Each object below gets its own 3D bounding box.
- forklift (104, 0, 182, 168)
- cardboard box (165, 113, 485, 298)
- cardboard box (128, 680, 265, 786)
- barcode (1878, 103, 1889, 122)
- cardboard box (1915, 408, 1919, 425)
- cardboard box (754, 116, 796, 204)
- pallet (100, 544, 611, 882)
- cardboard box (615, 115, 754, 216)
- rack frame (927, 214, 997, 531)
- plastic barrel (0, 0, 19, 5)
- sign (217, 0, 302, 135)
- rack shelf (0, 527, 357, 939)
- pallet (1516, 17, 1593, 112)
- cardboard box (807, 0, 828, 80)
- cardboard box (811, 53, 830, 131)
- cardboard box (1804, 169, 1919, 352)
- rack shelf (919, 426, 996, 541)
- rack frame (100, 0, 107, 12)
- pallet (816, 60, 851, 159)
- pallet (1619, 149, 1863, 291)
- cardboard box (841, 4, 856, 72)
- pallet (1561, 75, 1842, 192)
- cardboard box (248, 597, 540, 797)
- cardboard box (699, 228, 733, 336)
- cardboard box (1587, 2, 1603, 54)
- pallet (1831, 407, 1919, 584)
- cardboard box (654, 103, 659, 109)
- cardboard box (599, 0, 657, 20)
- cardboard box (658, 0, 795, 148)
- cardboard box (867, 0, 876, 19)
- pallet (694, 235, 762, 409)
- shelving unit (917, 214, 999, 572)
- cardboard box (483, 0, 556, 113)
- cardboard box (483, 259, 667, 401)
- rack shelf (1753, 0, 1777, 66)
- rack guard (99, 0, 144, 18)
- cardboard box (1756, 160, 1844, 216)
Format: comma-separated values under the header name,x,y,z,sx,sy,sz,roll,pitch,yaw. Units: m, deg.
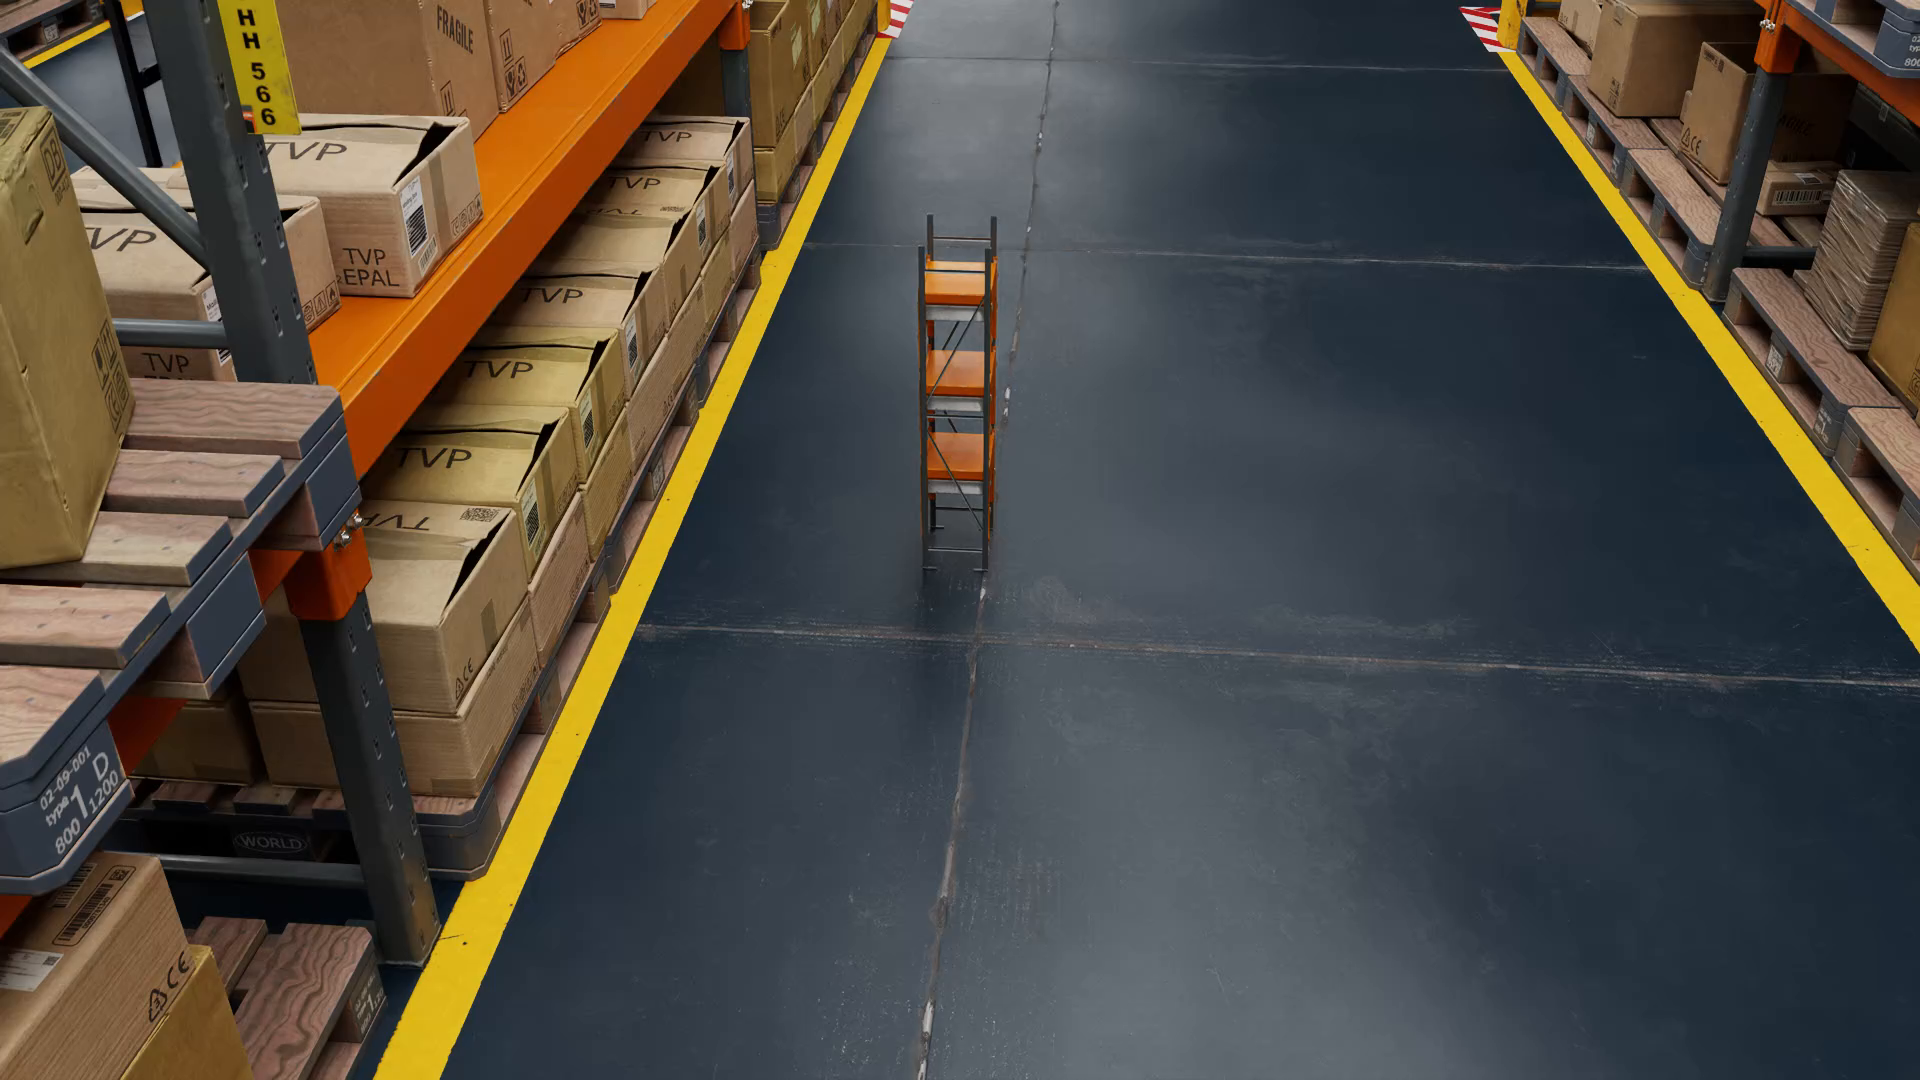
name,x,y,z,sx,sy,sz,roll,pitch,yaw
forklift,-2.901,-2.607,6.686,1.130,2.935,3.031,3,32,5
cardboard box,-1.420,-0.795,3.766,0.500,0.311,0.500,2,32,3
cardboard box,-1.886,0.332,4.072,0.500,0.250,0.500,3,32,5
barcode,3.860,-1.787,6.949,0.001,0.075,0.075,2,32,4
cardboard box,3.460,-0.456,5.094,0.700,0.500,0.500,3,32,5
cardboard box,-1.021,-1.703,7.375,0.500,0.250,0.500,2,32,4
pallet,-1.580,0.384,4.425,1.003,0.211,1.213,2,32,4
cardboard box,-1.108,-1.488,6.492,0.500,0.311,0.500,2,32,4
rack frame,0.006,-0.483,5.033,0.200,1.050,0.008,2,32,4
plastic barrel,-5.949,-3.543,10.111,0.421,0.512,0.421,0,32,0
sign,-1.145,-0.815,2.685,0.100,0.325,0.005,2,32,4
rack shelf,-1.849,0.978,1.489,1.077,0.370,4.000,2,32,4
pallet,3.795,-2.697,9.426,1.003,0.211,1.213,2,32,4
cardboard box,-0.929,-2.545,8.026,0.500,0.500,0.500,2,32,4
cardboard box,-0.929,-2.226,8.223,0.500,0.250,0.500,2,32,4
cardboard box,3.534,-0.993,5.966,0.700,0.500,0.500,3,32,6
rack shelf,-0.004,-0.173,5.081,0.215,0.259,0.240,2,32,4
rack frame,-5.971,-4.771,10.132,1.000,3.000,0.127,2,32,4
pallet,-1.157,-2.332,8.833,1.003,0.211,1.213,2,32,4
pallet,3.596,-1.421,7.355,1.003,0.211,1.213,2,32,4
cardboard box,-0.852,-2.749,9.072,0.500,0.250,0.500,2,32,4
pallet,3.693,-2.061,8.393,1.003,0.211,1.213,2,32,4
cardboard box,-1.351,0.357,4.033,0.500,0.250,0.500,2,32,4
cardboard box,-1.148,-0.980,6.202,0.500,0.250,0.500,2,32,3
cardboard box,3.710,-2.734,8.971,0.500,0.311,0.500,5,32,8
pallet,3.418,-0.022,5.084,1.003,0.211,1.213,2,32,4
cardboard box,-1.488,-2.306,7.638,0.500,0.500,0.500,2,32,4
cardboard box,-1.249,-1.941,5.668,0.396,0.266,0.258,2,32,3
cardboard box,-1.011,-2.022,7.178,0.500,0.500,0.500,2,32,4
cardboard box,-0.784,-3.272,9.921,0.500,0.250,0.500,2,32,4
pallet,-1.382,-0.891,6.495,1.003,0.211,1.213,2,32,4
shelving unit,-0.004,-0.419,4.929,0.215,1.050,0.252,2,32,4
cardboard box,-1.523,-1.570,4.843,0.500,0.500,0.500,3,32,4
cardboard box,-1.231,-0.693,5.201,0.500,0.311,0.500,2,32,3
rack shelf,3.740,-2.995,7.937,1.077,0.370,4.000,2,32,4
rack guard,-5.931,-3.665,10.720,1.175,0.500,0.348,2,32,4
cardboard box,3.591,-1.518,7.135,0.380,0.166,0.250,-2,32,-2
